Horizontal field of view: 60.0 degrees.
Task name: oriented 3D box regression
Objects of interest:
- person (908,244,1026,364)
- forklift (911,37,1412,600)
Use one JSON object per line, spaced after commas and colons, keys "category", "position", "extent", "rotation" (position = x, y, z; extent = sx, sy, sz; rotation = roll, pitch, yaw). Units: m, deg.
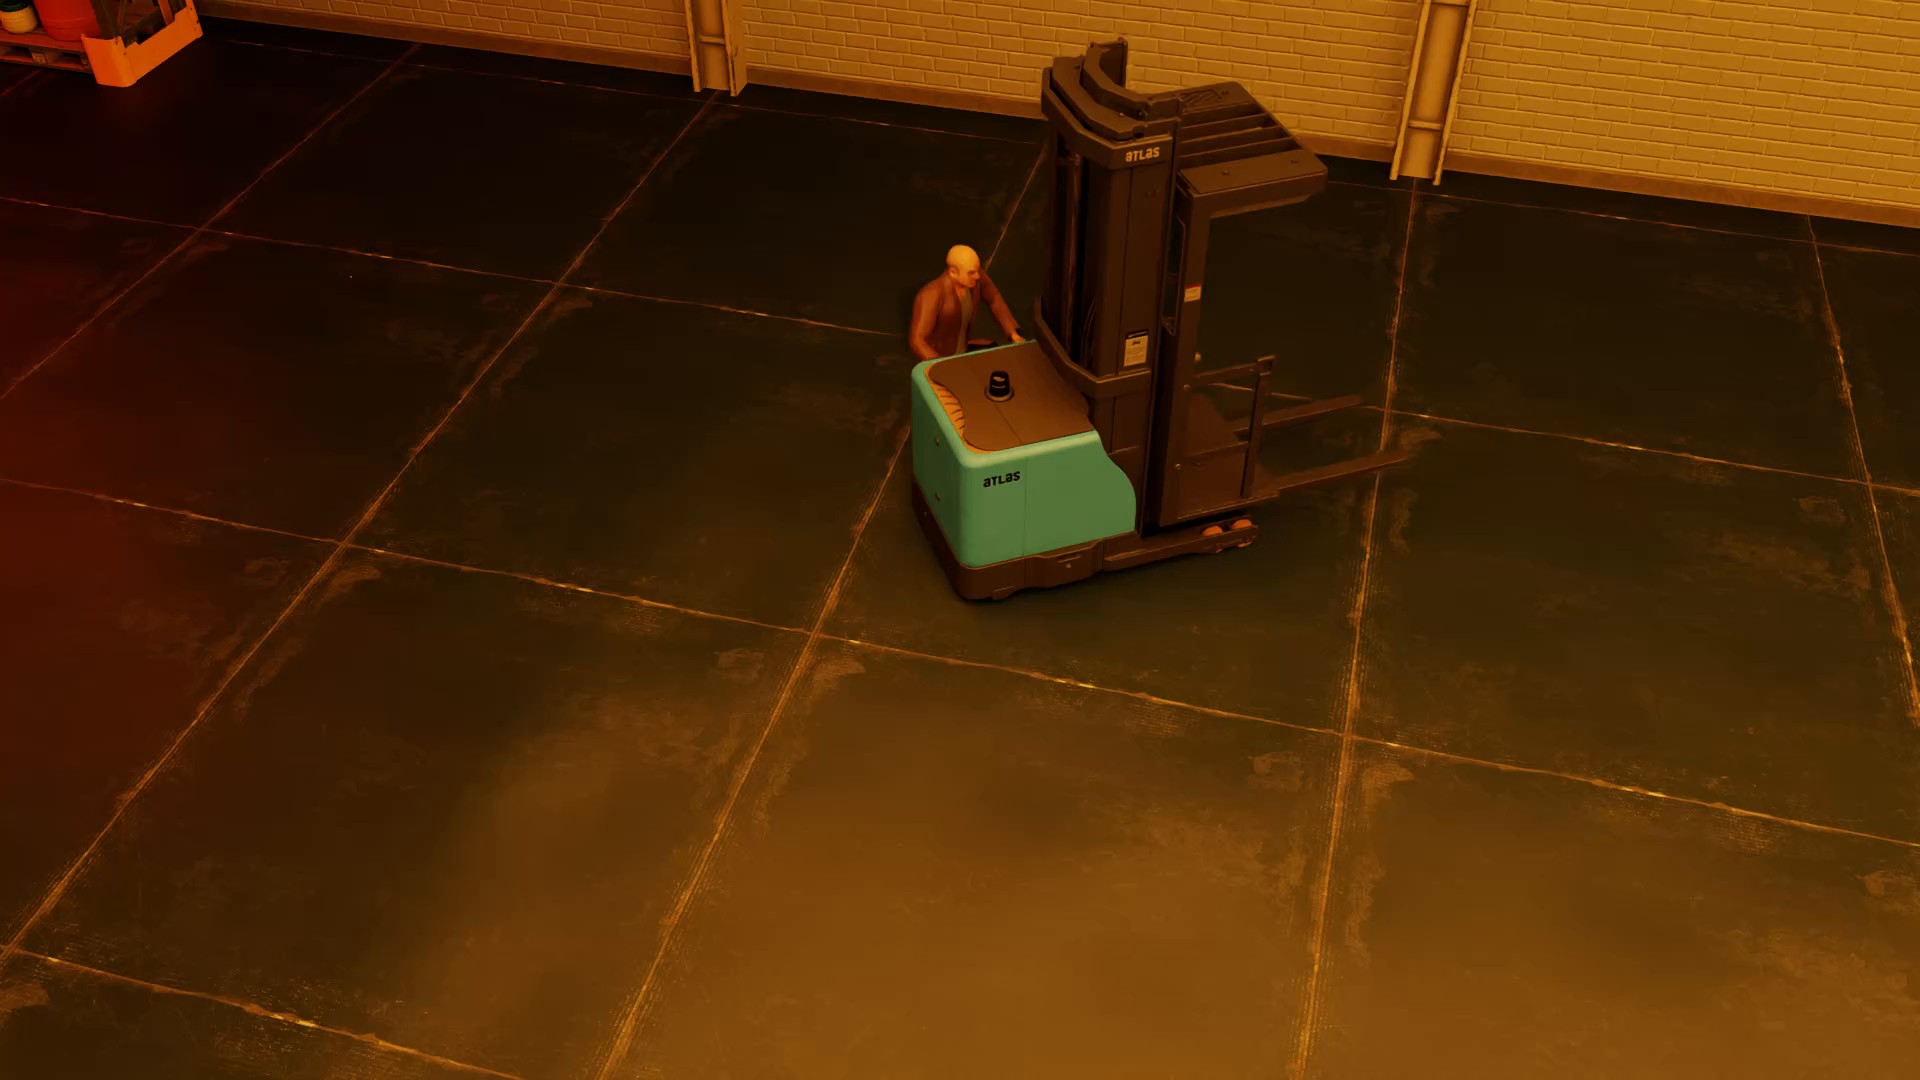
{"category": "person", "position": [0.159, -1.041, 10.126], "extent": [0.904, 1.557, 0.862], "rotation": [23, 46, 24]}
{"category": "forklift", "position": [1.275, -1.338, 9.388], "extent": [3.031, 2.935, 1.130], "rotation": [-13, 43, -14]}
